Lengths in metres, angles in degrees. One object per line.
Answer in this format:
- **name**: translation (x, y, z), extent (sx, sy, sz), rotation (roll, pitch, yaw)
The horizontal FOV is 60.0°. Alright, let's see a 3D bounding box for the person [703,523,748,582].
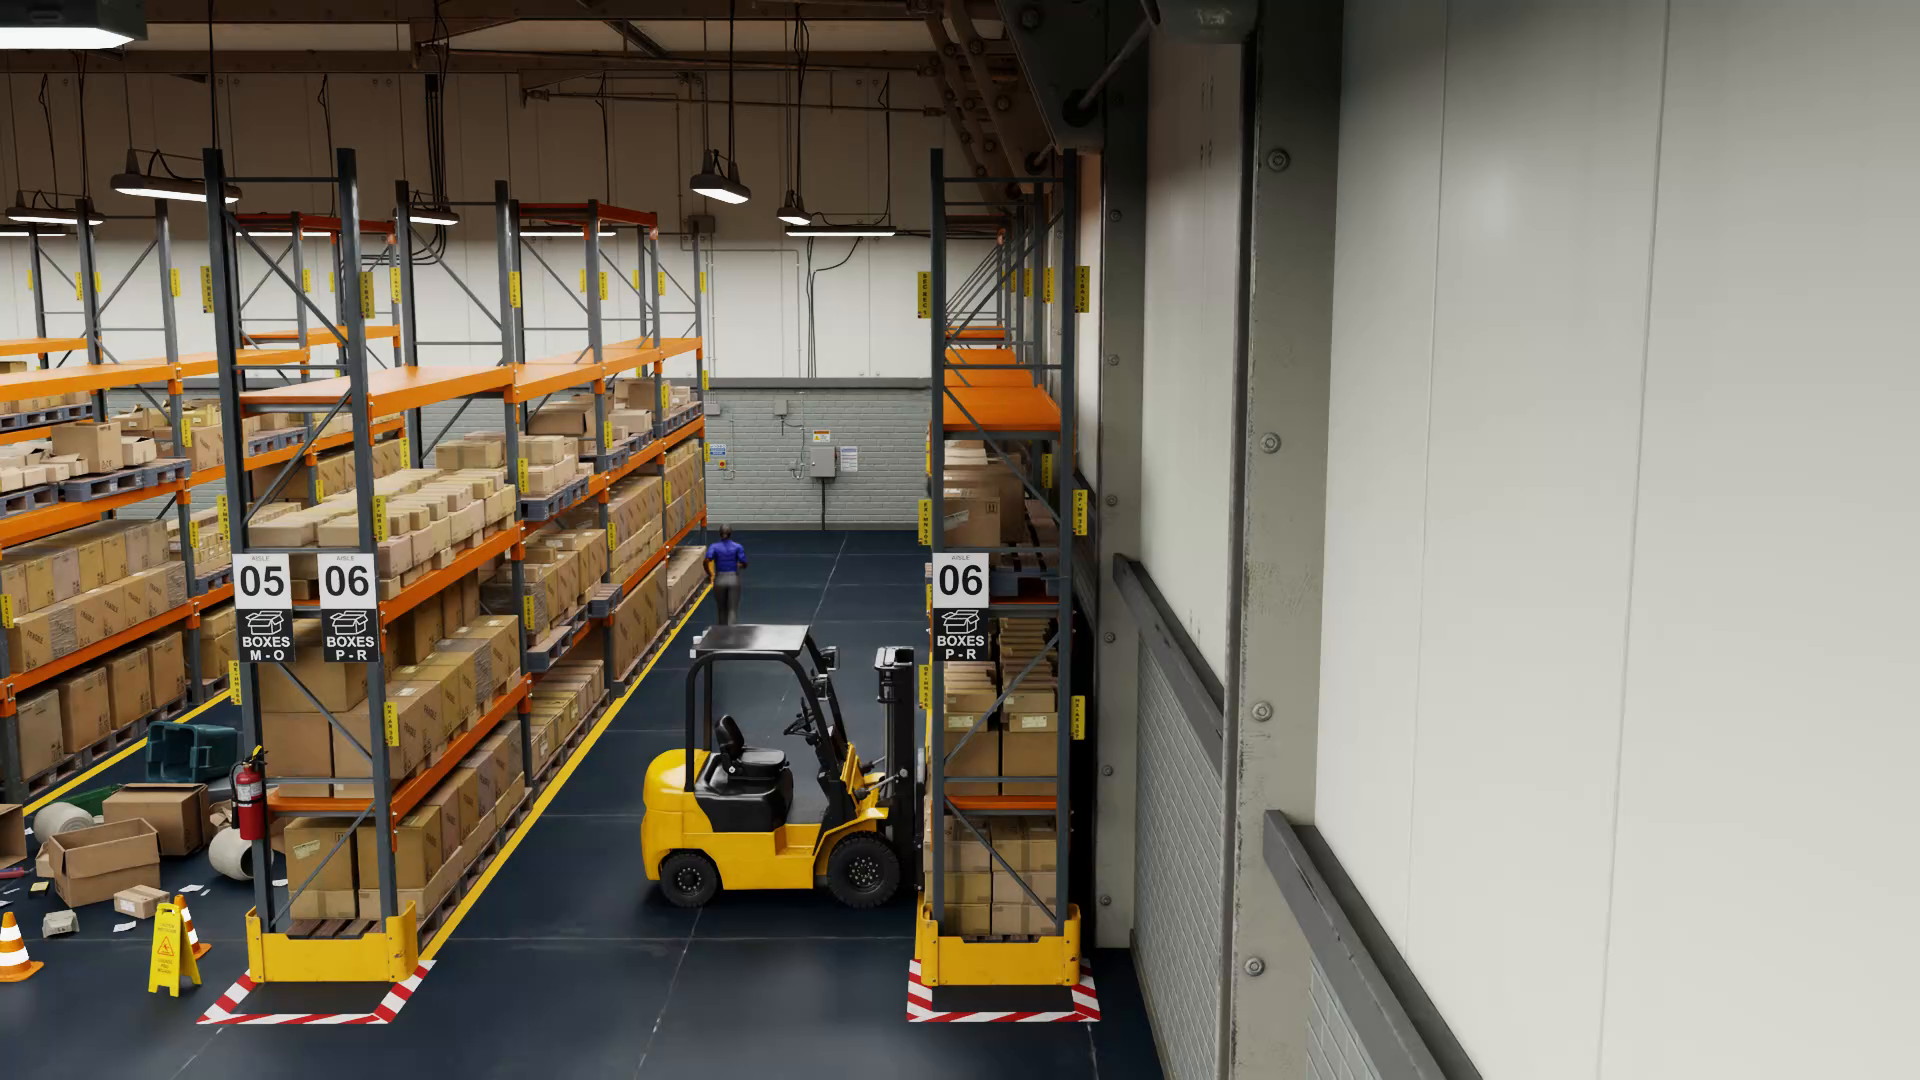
- **person**: translation (-3.048, 0.161, 21.655), extent (0.580, 0.787, 0.562), rotation (-1, 9, -6)
